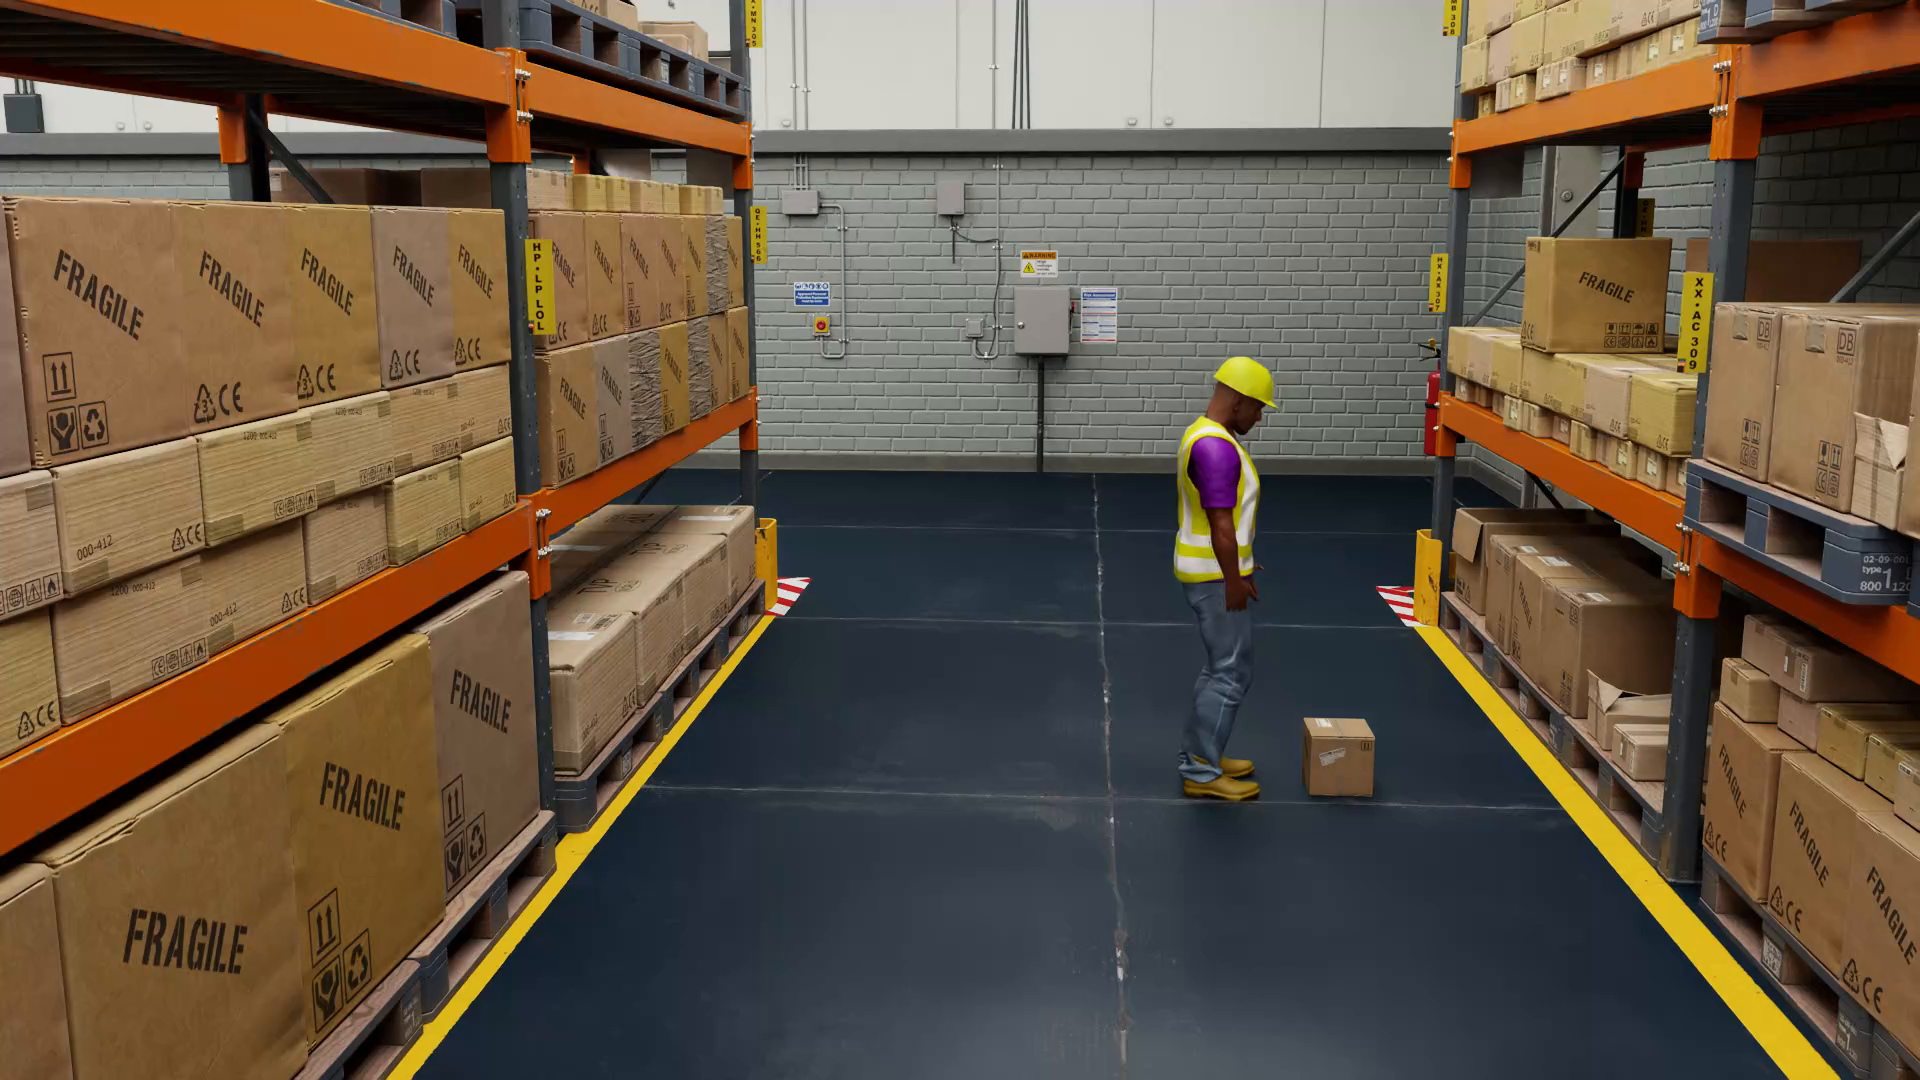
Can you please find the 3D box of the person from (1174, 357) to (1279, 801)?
[{"bbox_3d":[1.059,0.140,6.682,0.396,1.744,0.578,1,11,5],"label":"person"}]
